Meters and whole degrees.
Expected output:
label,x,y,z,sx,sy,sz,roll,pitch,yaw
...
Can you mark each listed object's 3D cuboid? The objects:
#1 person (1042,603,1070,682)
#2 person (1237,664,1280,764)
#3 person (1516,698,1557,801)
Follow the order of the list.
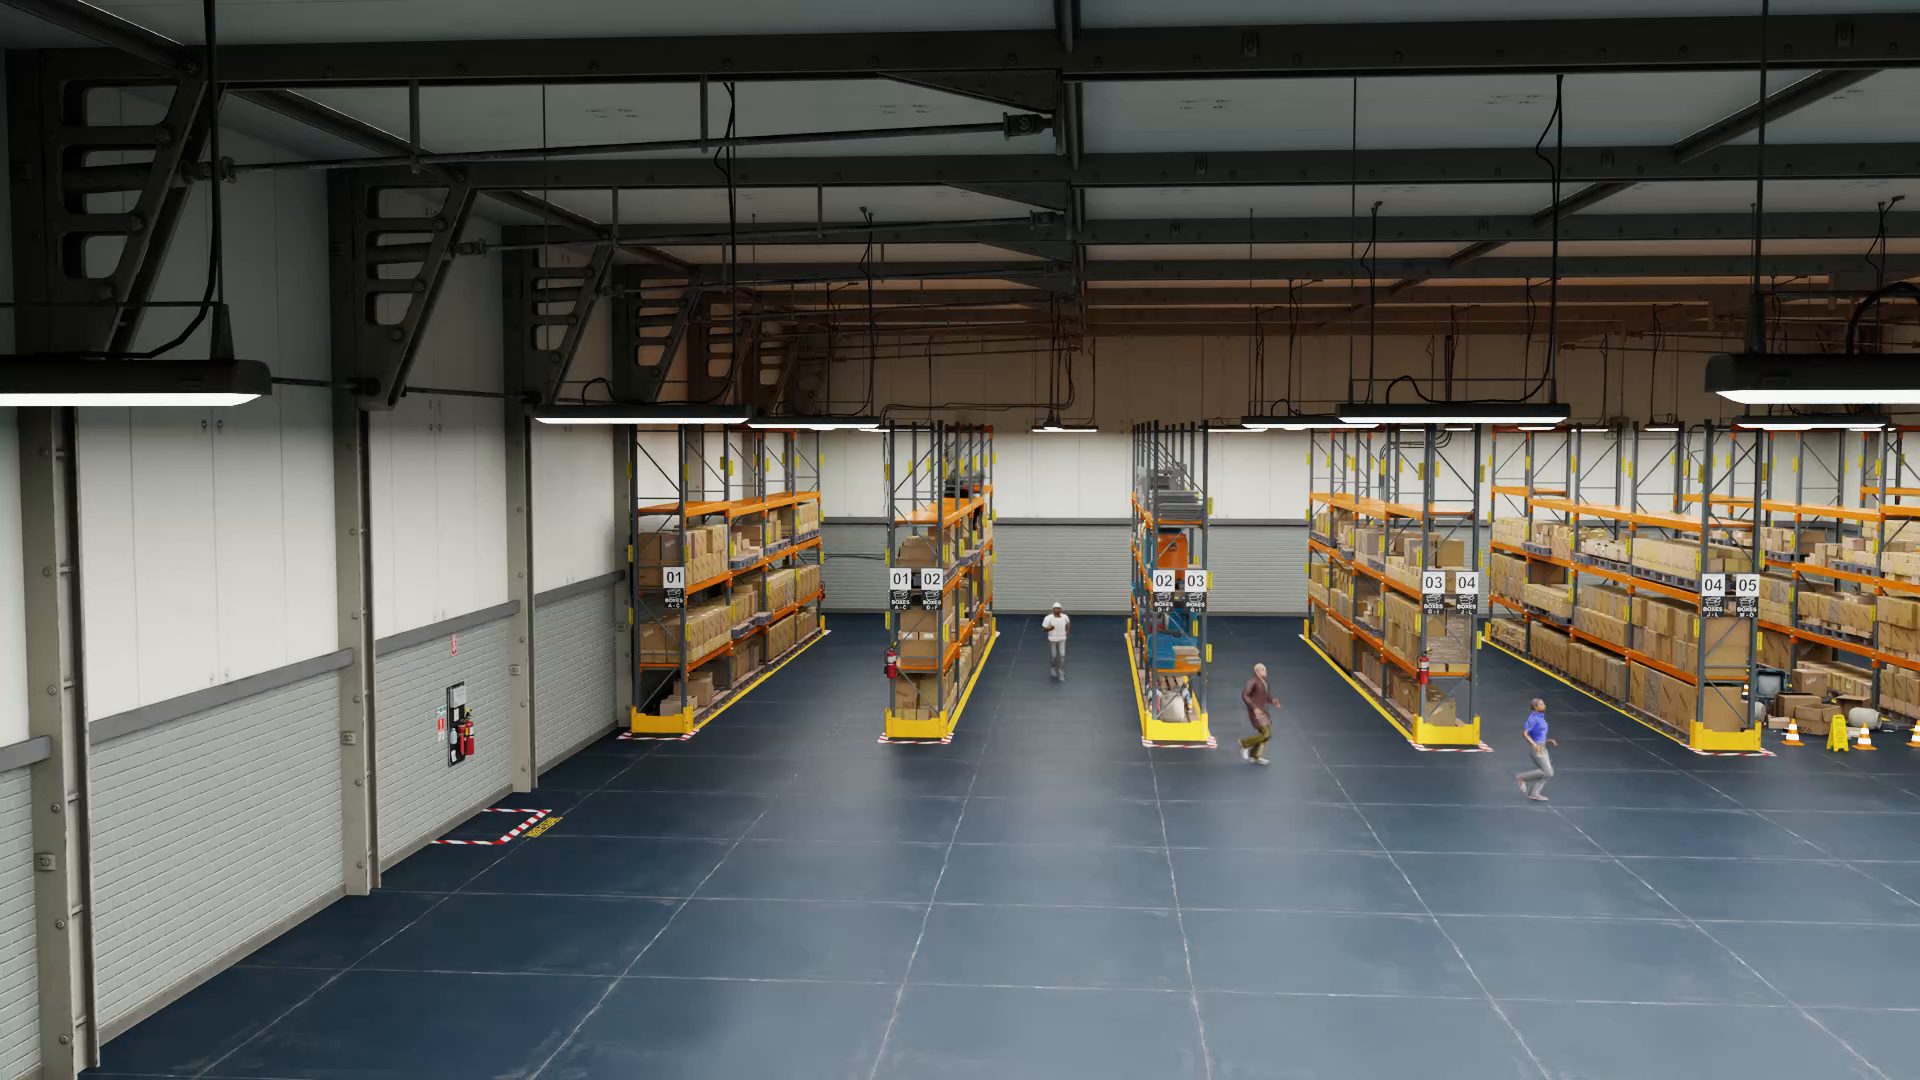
label,x,y,z,sx,sy,sz,roll,pitch,yaw
person,2.261,2.362,38.886,0.683,1.808,0.845,0,4,-4
person,5.221,3.021,28.990,0.673,1.747,0.700,2,4,34
person,9.038,3.273,26.045,0.563,1.606,0.588,2,4,32
